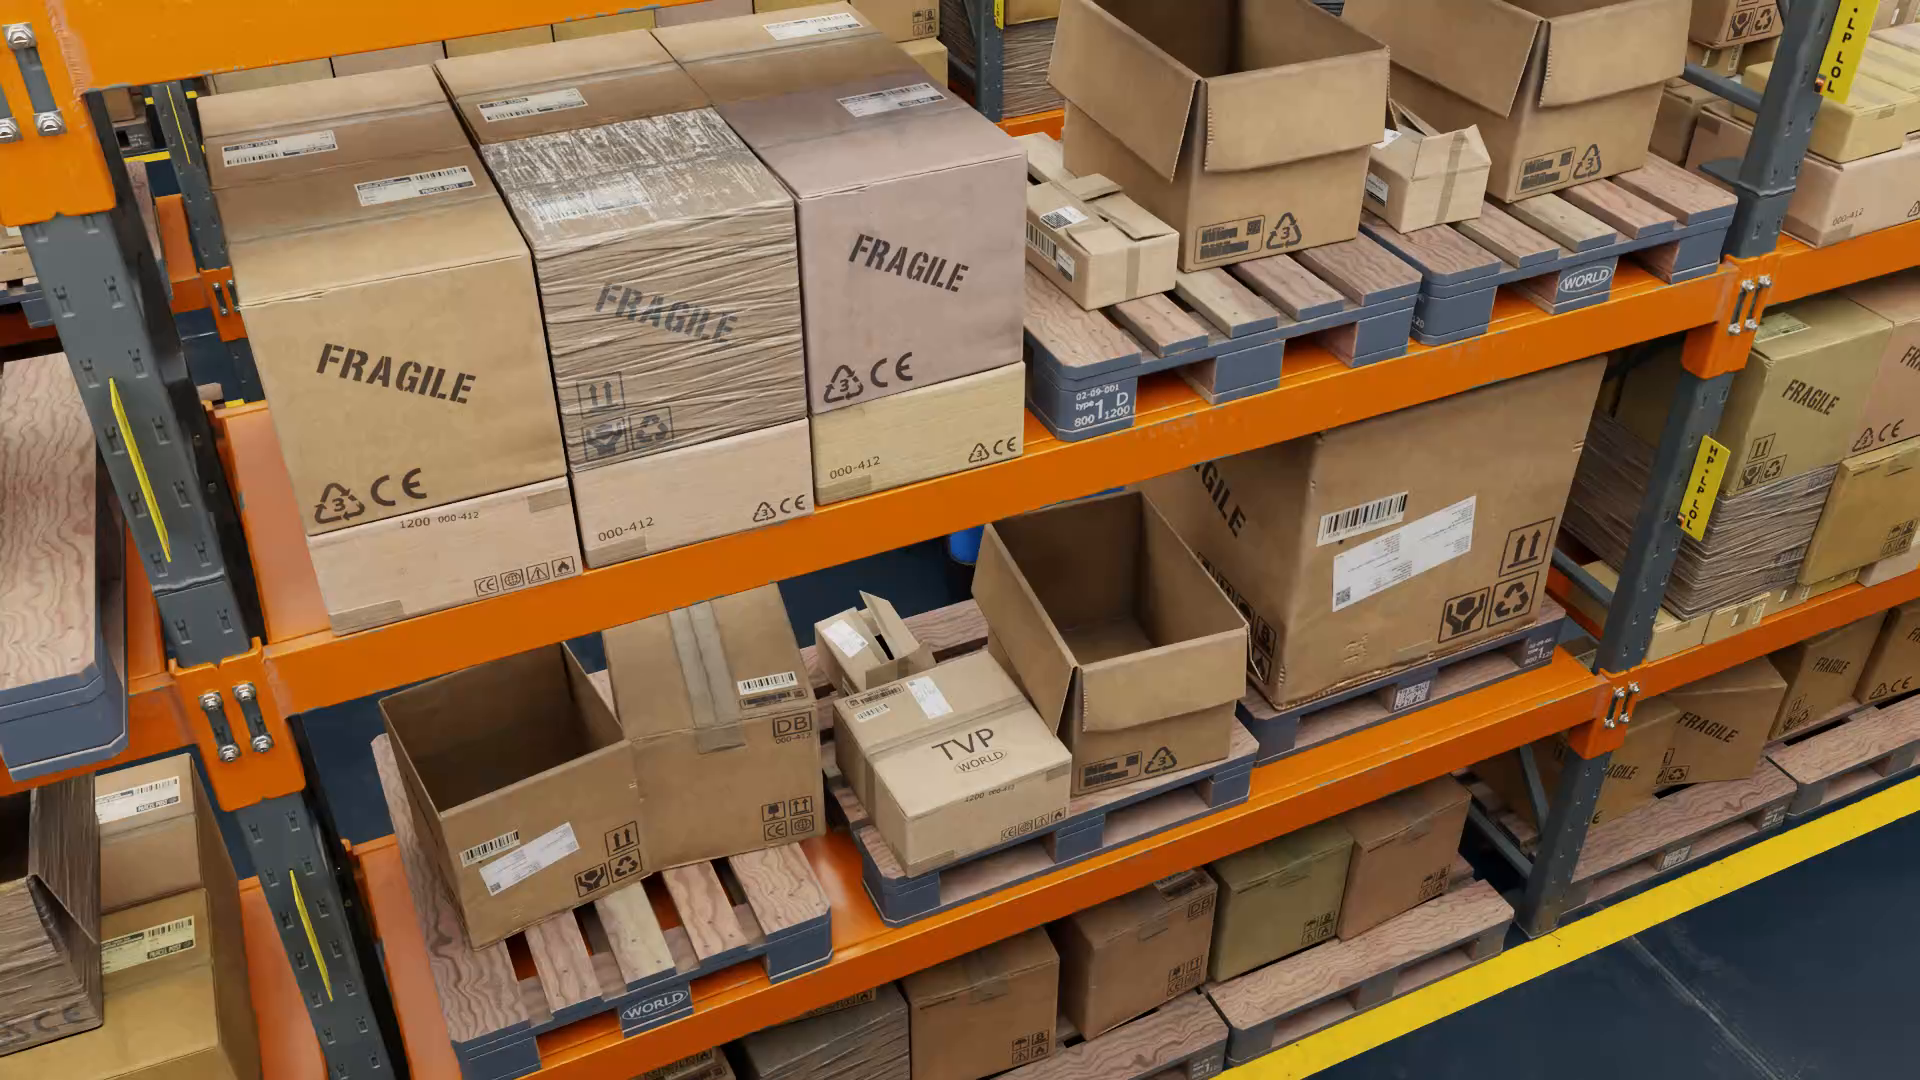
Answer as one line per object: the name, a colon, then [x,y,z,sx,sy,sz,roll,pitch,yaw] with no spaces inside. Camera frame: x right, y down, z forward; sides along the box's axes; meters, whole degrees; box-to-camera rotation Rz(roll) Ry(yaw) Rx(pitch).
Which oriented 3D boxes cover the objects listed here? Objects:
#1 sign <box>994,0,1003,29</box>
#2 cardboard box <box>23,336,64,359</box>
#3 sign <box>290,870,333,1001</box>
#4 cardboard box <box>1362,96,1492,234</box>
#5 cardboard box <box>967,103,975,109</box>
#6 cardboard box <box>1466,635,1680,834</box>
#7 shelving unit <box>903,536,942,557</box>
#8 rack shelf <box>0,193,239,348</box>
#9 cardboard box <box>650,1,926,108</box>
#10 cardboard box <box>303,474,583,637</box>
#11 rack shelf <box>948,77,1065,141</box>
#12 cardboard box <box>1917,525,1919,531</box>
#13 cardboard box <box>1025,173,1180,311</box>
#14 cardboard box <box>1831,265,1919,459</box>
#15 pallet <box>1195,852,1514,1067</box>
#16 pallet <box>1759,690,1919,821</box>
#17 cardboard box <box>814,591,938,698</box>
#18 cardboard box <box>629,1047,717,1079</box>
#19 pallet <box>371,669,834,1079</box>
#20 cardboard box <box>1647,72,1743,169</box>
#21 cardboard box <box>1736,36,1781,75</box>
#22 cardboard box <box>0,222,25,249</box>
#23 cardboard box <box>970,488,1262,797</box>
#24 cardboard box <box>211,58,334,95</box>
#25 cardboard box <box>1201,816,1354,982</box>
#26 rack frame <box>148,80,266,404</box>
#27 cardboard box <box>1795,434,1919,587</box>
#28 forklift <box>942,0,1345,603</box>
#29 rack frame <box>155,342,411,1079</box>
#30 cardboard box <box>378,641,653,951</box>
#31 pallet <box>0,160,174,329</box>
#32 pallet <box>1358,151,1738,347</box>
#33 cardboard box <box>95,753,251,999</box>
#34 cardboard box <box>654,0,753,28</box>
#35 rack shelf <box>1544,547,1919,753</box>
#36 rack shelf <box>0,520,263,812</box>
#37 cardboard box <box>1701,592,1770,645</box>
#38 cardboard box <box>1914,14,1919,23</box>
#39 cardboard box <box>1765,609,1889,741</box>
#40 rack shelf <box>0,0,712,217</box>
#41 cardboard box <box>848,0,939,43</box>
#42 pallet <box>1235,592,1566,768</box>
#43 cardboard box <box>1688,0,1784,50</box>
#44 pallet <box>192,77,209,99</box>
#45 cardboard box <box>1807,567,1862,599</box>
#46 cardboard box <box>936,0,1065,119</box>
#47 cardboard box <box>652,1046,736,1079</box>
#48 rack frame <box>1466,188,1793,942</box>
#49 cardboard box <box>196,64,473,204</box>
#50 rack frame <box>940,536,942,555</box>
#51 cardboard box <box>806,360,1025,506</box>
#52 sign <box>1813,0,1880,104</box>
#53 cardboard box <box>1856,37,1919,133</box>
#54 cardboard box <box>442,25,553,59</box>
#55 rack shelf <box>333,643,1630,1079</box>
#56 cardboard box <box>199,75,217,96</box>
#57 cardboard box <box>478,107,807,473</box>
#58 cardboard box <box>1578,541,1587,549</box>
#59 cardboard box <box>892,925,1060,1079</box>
sign: [0.202,-2.830,8.642,0.005,0.325,0.100,-16,39,-20]
cardboard box: [-4.166,-0.826,7.962,0.500,0.250,0.500,-17,40,-21]
sign: [-1.404,0.859,3.601,0.005,0.325,0.100,-16,39,-20]
cardboard box: [1.170,-1.014,4.342,0.258,0.266,0.396,-14,39,-18]
cardboard box: [0.562,-2.124,10.026,0.875,0.875,0.875,-15,39,-19]
cardboard box: [2.357,0.769,6.441,0.500,0.500,0.500,-17,40,-21]
shelving unit: [-0.191,-0.477,7.885,0.189,1.200,0.258,-3,37,-4]
rack shelf: [-5.469,-0.879,7.521,4.000,0.370,1.077,-16,39,-20]
cardboard box: [-0.403,-0.928,3.962,0.500,0.500,0.500,-15,39,-19]
cardboard box: [-1.109,-0.100,3.475,0.500,0.250,0.500,-15,39,-19]
rack shelf: [1.773,-2.904,10.251,4.000,0.370,1.077,-16,39,-20]
cardboard box: [3.422,-0.107,6.088,0.250,0.149,0.380,-16,39,-20]
cardboard box: [0.324,-0.738,4.052,0.250,0.166,0.380,-17,40,-21]
cardboard box: [2.946,-0.652,5.438,0.500,0.500,0.500,-16,39,-20]
pallet: [1.274,1.331,6.278,1.213,0.211,1.003,-16,39,-20]
pallet: [3.677,0.633,7.219,1.213,0.211,1.003,-16,39,-20]
cardboard box: [-0.248,0.344,5.029,0.258,0.266,0.396,-17,40,-21]
cardboard box: [-1.049,1.366,4.989,0.500,0.250,0.500,-14,39,-18]
pallet: [-1.043,0.865,4.727,1.003,0.211,1.213,-16,39,-20]
cardboard box: [2.280,-1.387,5.210,0.500,0.250,0.500,-14,39,-18]
cardboard box: [2.431,-1.548,5.092,0.250,0.149,0.380,-15,39,-19]
cardboard box: [-4.153,-1.423,7.259,0.250,0.149,0.380,-14,39,-18]
cardboard box: [0.448,0.292,4.899,0.637,0.503,0.797,-12,38,-15]
cardboard box: [-3.248,-2.224,7.808,0.500,0.500,0.700,-16,39,-20]
cardboard box: [0.974,1.095,5.985,0.500,0.500,0.700,-16,39,-20]
rack frame: [-3.659,-1.674,7.990,0.127,3.000,1.000,-16,39,-20]
cardboard box: [2.880,-0.334,5.849,0.500,0.500,0.875,-16,39,-20]
forklift: [1.423,-1.191,7.396,3.031,2.935,1.130,-3,37,-4]
rack frame: [-1.643,1.026,4.349,0.127,3.000,1.000,-16,39,-20]
cardboard box: [-1.171,0.659,4.407,0.500,0.500,0.500,-21,41,-25]
pallet: [-4.258,-1.360,7.726,1.003,0.211,1.213,-16,39,-20]
pallet: [1.374,-1.017,4.743,1.003,0.211,1.213,-16,39,-20]
cardboard box: [-2.198,0.962,4.351,0.500,0.500,0.500,-14,39,-19]
cardboard box: [-1.407,-2.741,8.504,0.500,0.500,0.700,-15,39,-20]
rack shelf: [3.789,-0.204,6.611,4.000,0.370,1.077,-16,39,-20]
rack shelf: [-3.453,0.616,2.987,4.000,0.370,1.077,-16,39,-20]
cardboard box: [2.533,0.166,5.719,0.250,0.149,0.380,-16,39,-20]
cardboard box: [3.074,-1.454,4.966,0.250,0.149,0.380,-14,39,-19]
cardboard box: [3.401,0.421,6.911,0.500,0.500,0.500,-19,41,-24]
rack shelf: [0.168,-1.440,3.578,4.000,0.370,1.077,-16,39,-20]
cardboard box: [-0.485,-3.000,8.853,0.500,0.500,0.700,-16,40,-21]
pallet: [1.225,0.206,5.616,1.213,0.211,1.003,-16,39,-20]
cardboard box: [2.277,-1.803,4.892,0.500,0.500,0.500,-17,40,-21]
pallet: [-5.145,-3.395,12.650,1.213,0.211,1.003,-16,39,-20]
cardboard box: [2.969,0.019,5.917,0.250,0.149,0.380,-16,39,-20]
cardboard box: [0.291,-2.847,9.445,0.550,0.550,0.875,-16,39,-20]
cardboard box: [-1.045,1.673,5.206,0.500,0.500,0.700,-18,40,-22]
rack frame: [1.978,0.014,5.714,0.127,3.000,1.000,-16,39,-20]
cardboard box: [-1.317,-0.675,3.621,0.500,0.500,0.500,-15,39,-19]
rack frame: [-0.100,-0.481,7.891,0.006,1.200,0.240,-3,37,-4]
cardboard box: [-0.183,-0.365,3.833,0.500,0.250,0.500,-15,39,-19]
sign: [2.217,-1.259,4.147,0.005,0.325,0.100,-16,39,-20]
cardboard box: [2.616,-1.311,4.773,0.250,0.149,0.380,-18,40,-22]
cardboard box: [-2.327,-2.484,8.158,0.500,0.500,0.700,-16,40,-21]
rack shelf: [0.168,0.809,5.246,4.000,0.370,1.077,-16,39,-20]
cardboard box: [-5.338,-3.569,12.397,0.625,0.372,0.950,-18,40,-23]
cardboard box: [-0.647,-0.526,3.420,0.500,0.500,0.500,-15,39,-20]
cardboard box: [2.278,-0.157,6.154,0.250,0.149,0.380,-16,39,-20]
cardboard box: [-0.038,1.378,5.603,0.500,0.500,0.700,-12,38,-16]
